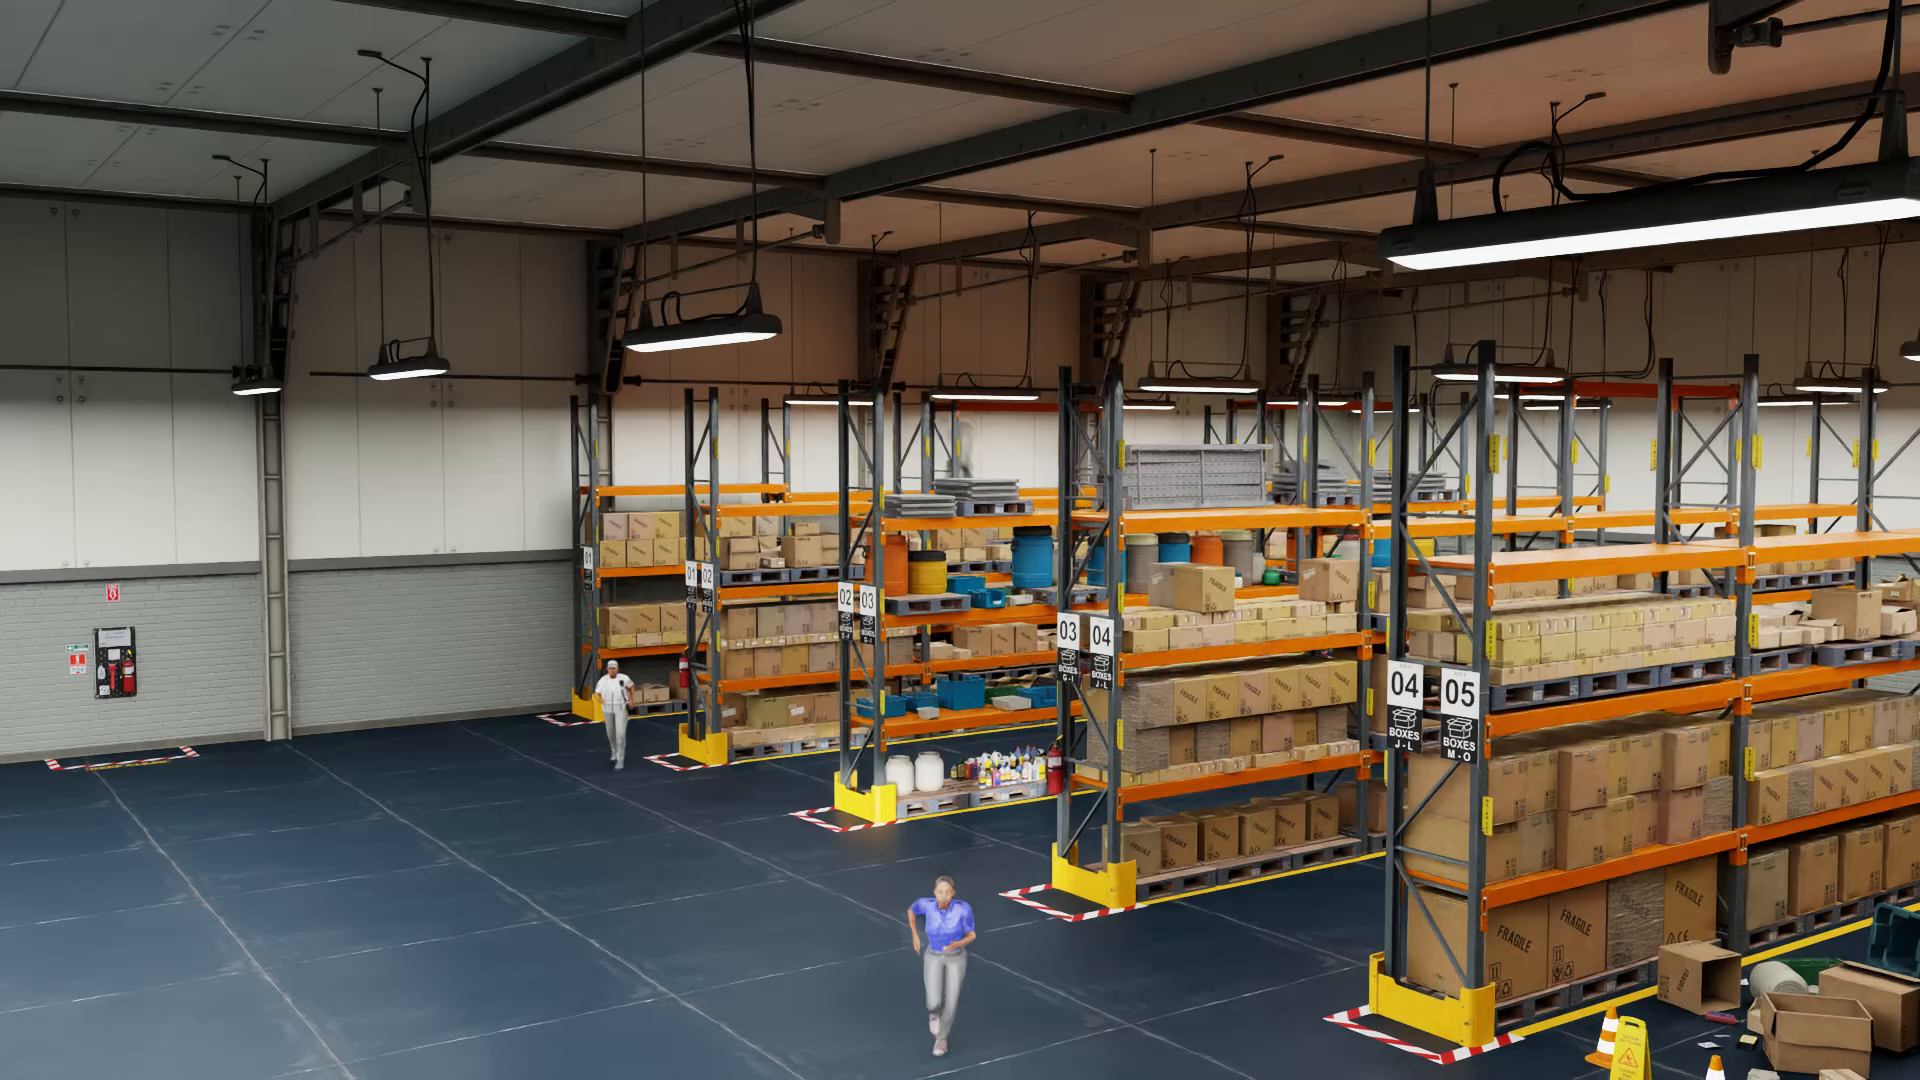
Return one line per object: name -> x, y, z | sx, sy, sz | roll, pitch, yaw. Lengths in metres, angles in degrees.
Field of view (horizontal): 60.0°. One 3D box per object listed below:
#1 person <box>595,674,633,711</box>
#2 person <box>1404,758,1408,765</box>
person -> -5.479, 2.395, 26.287 | 0.569, 0.598, 0.428 | 0, 3, 1
person -> 7.177, 2.892, 26.591 | 0.654, 1.420, 0.596 | -3, 5, -40
